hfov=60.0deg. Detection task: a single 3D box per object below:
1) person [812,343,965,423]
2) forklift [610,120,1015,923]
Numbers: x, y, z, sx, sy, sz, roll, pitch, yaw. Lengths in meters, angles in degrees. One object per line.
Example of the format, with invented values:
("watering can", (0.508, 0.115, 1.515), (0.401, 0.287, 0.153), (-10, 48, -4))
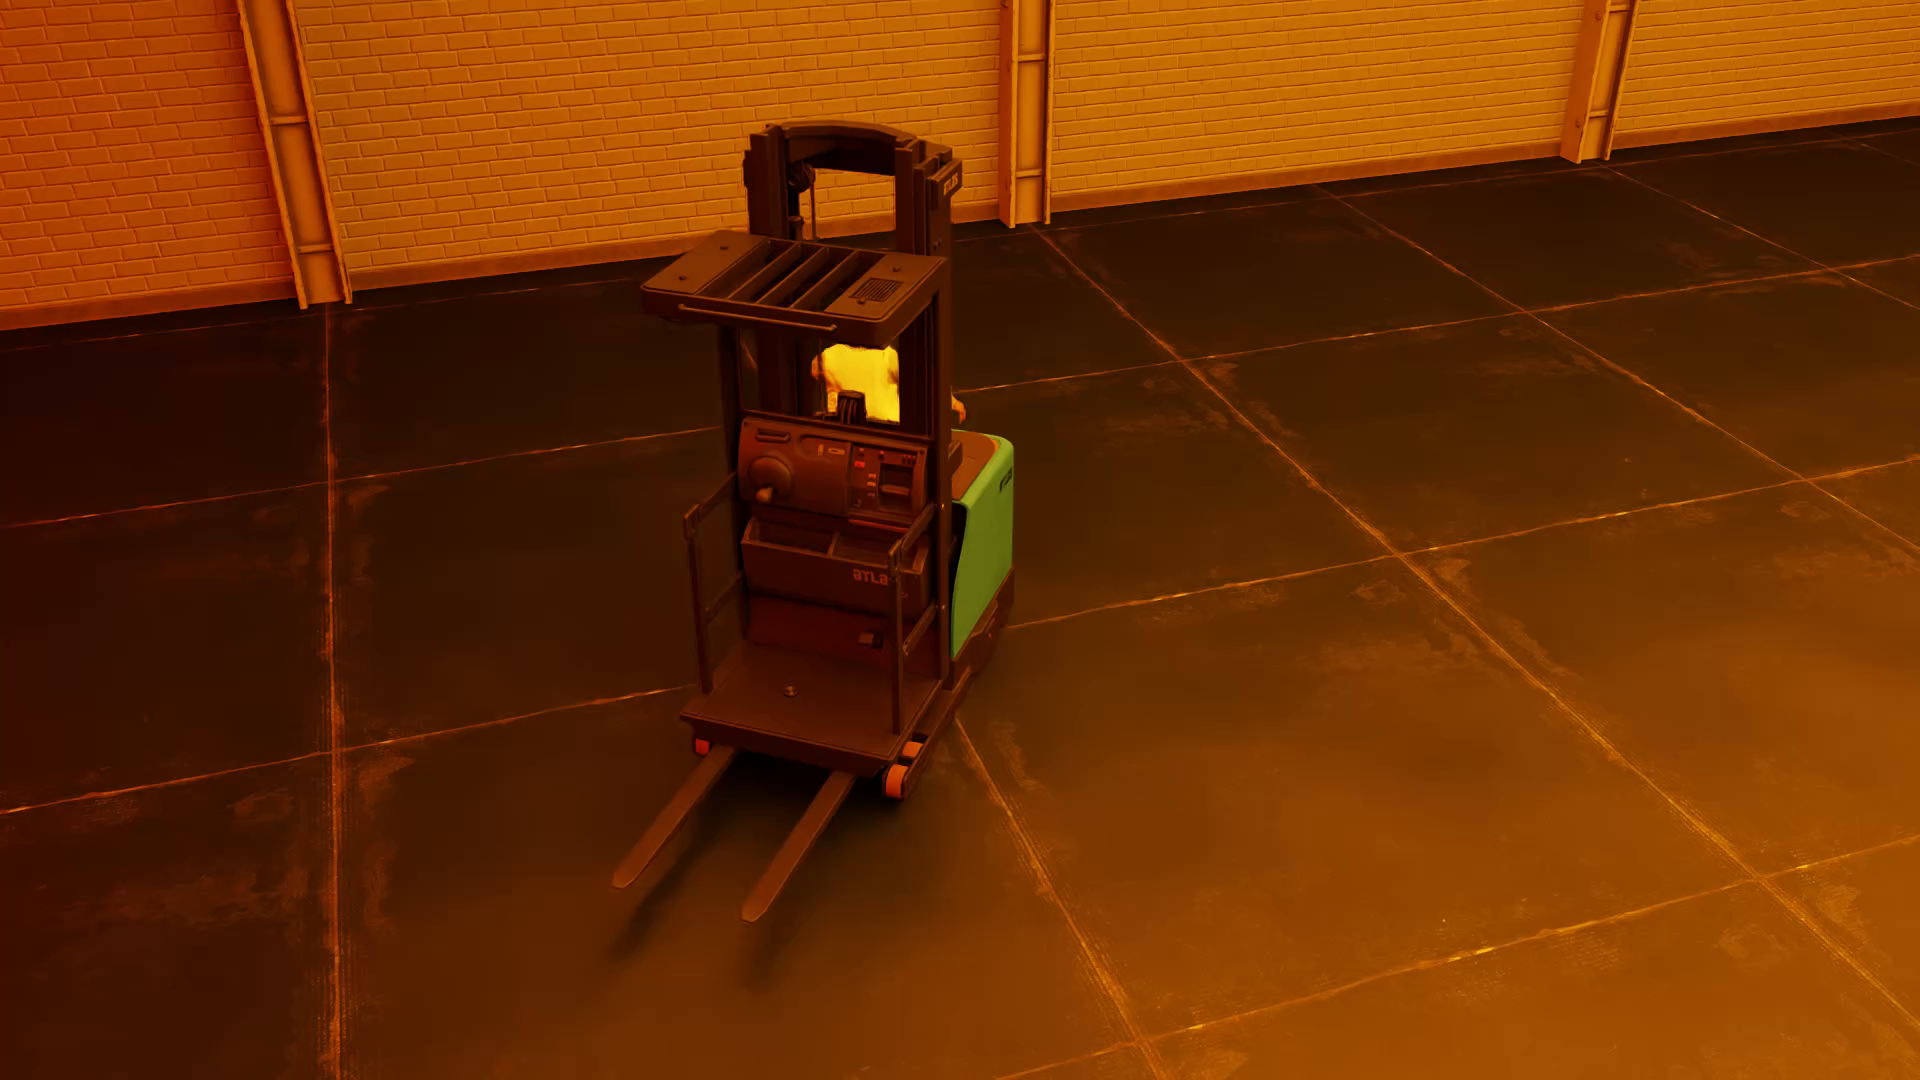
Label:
("person", (-0.433, -0.697, 9.721), (0.948, 1.545, 0.883), (-4, 30, -7))
("forklift", (-0.666, -0.270, 7.556), (1.130, 2.935, 3.031), (10, 31, 17))
